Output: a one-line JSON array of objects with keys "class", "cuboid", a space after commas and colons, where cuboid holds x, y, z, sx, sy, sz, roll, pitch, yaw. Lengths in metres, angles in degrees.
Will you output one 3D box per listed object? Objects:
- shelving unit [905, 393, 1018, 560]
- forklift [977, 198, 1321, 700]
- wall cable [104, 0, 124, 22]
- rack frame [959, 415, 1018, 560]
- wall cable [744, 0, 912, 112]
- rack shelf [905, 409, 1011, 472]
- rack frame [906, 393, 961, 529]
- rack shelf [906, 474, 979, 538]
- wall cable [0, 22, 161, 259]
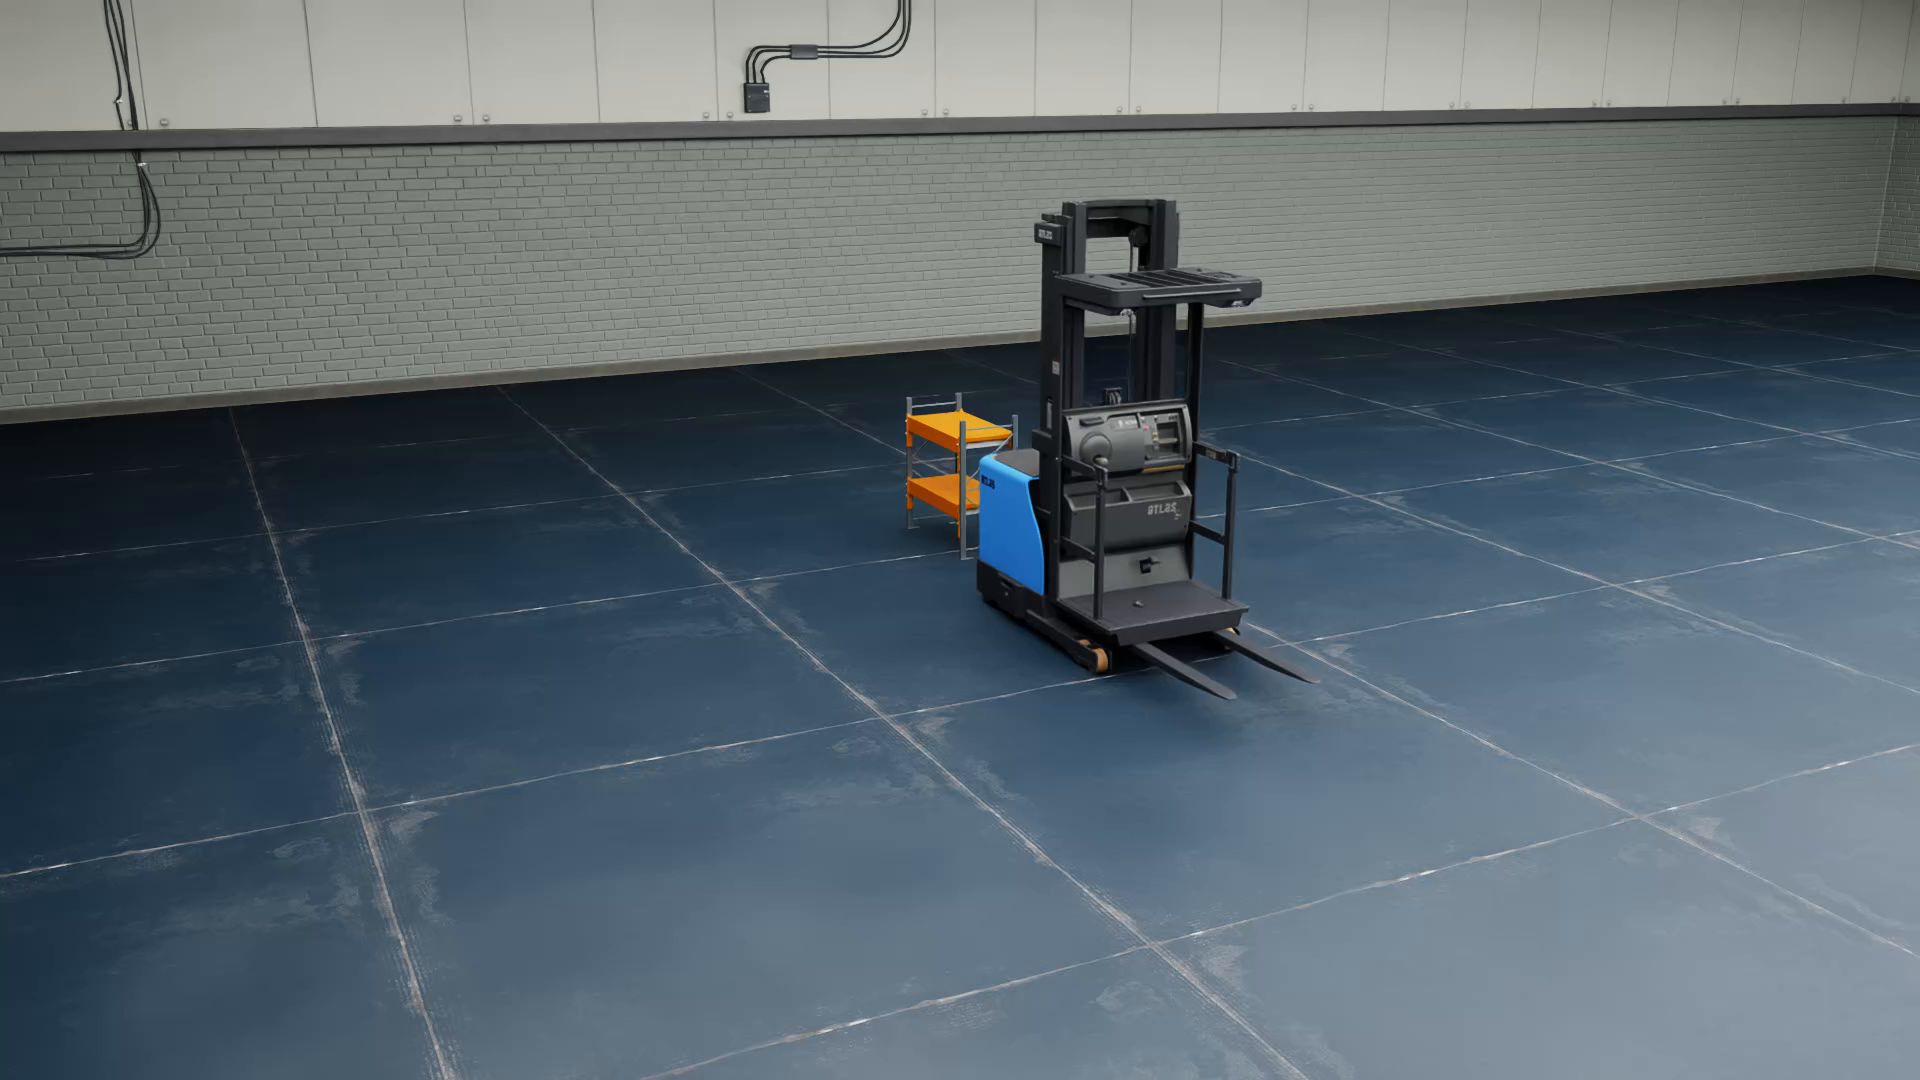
[{"class": "shelving unit", "cuboid": [0.003, -0.539, 13.590, 0.538, 1.125, 1.048, -8, 18, -25]}, {"class": "forklift", "cuboid": [1.216, -0.681, 10.810, 1.130, 2.935, 3.031, -8, 18, -25]}, {"class": "wall cable", "cuboid": [-7.753, -6.877, 17.873, 3.097, 2.526, 0.112, -8, 18, -25]}, {"class": "rack frame", "cuboid": [0.226, -0.413, 13.150, 0.500, 1.125, 0.032, -8, 18, -25]}, {"class": "wall cable", "cuboid": [-1.644, -8.393, 20.517, 2.305, 6.003, 0.169, -8, 18, -25]}, {"class": "rack shelf", "cuboid": [0.003, -0.820, 13.509, 0.538, 0.278, 1.000, -8, 18, -25]}, {"class": "rack frame", "cuboid": [-0.220, -0.665, 14.029, 0.500, 1.125, 0.032, -8, 18, -25]}, {"class": "rack shelf", "cuboid": [0.003, -0.304, 13.657, 0.538, 0.278, 1.000, -8, 18, -25]}, {"class": "wall cable", "cuboid": [-10.185, -4.122, 17.431, 3.097, 2.526, 0.112, -8, 18, -25]}]
